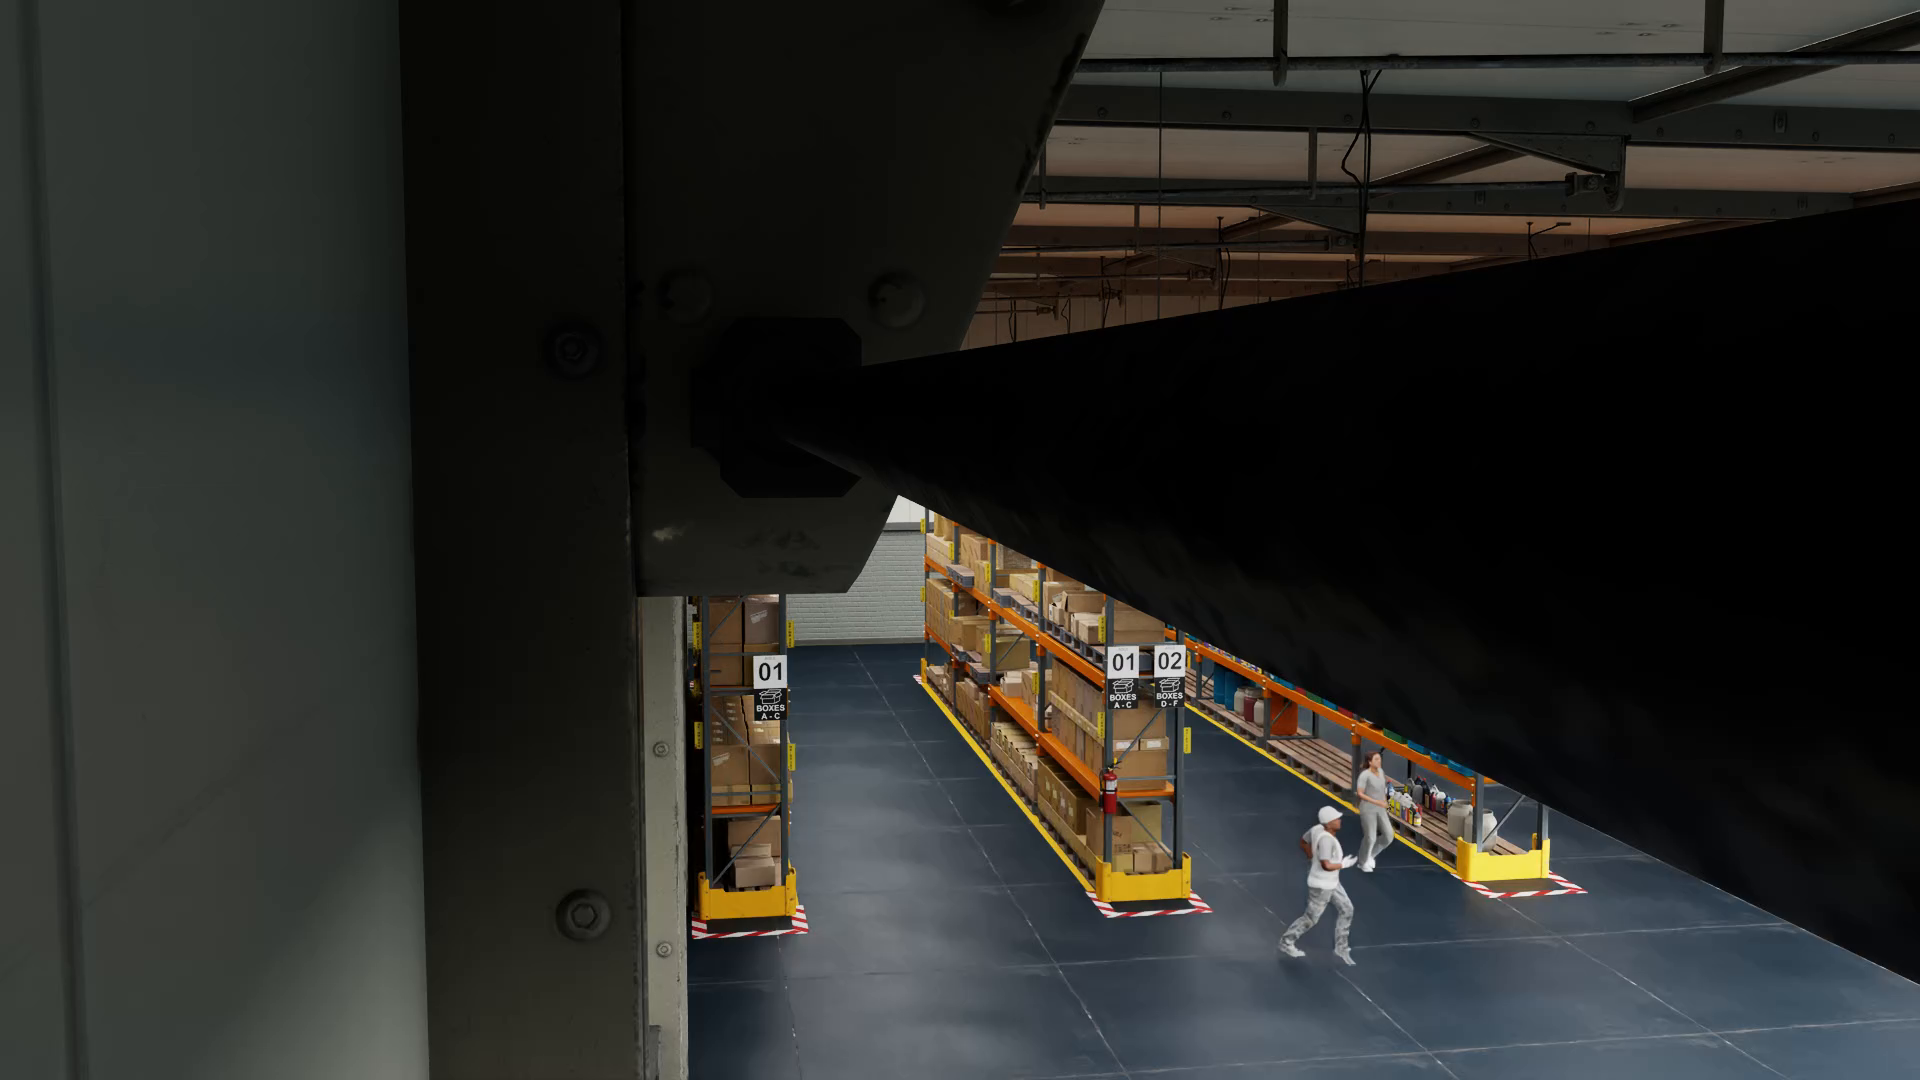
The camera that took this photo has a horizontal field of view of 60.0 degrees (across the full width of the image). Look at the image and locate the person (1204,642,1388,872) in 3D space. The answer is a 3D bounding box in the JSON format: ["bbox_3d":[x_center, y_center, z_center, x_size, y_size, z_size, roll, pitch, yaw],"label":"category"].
[{"bbox_3d":[5.145,3.121,27.362,5.679,1.595,10.256,-3,6,-31],"label":"person"}]

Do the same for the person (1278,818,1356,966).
[{"bbox_3d":[14.689,2.408,24.641,17.531,3.597,19.238,2,5,17],"label":"person"}]
